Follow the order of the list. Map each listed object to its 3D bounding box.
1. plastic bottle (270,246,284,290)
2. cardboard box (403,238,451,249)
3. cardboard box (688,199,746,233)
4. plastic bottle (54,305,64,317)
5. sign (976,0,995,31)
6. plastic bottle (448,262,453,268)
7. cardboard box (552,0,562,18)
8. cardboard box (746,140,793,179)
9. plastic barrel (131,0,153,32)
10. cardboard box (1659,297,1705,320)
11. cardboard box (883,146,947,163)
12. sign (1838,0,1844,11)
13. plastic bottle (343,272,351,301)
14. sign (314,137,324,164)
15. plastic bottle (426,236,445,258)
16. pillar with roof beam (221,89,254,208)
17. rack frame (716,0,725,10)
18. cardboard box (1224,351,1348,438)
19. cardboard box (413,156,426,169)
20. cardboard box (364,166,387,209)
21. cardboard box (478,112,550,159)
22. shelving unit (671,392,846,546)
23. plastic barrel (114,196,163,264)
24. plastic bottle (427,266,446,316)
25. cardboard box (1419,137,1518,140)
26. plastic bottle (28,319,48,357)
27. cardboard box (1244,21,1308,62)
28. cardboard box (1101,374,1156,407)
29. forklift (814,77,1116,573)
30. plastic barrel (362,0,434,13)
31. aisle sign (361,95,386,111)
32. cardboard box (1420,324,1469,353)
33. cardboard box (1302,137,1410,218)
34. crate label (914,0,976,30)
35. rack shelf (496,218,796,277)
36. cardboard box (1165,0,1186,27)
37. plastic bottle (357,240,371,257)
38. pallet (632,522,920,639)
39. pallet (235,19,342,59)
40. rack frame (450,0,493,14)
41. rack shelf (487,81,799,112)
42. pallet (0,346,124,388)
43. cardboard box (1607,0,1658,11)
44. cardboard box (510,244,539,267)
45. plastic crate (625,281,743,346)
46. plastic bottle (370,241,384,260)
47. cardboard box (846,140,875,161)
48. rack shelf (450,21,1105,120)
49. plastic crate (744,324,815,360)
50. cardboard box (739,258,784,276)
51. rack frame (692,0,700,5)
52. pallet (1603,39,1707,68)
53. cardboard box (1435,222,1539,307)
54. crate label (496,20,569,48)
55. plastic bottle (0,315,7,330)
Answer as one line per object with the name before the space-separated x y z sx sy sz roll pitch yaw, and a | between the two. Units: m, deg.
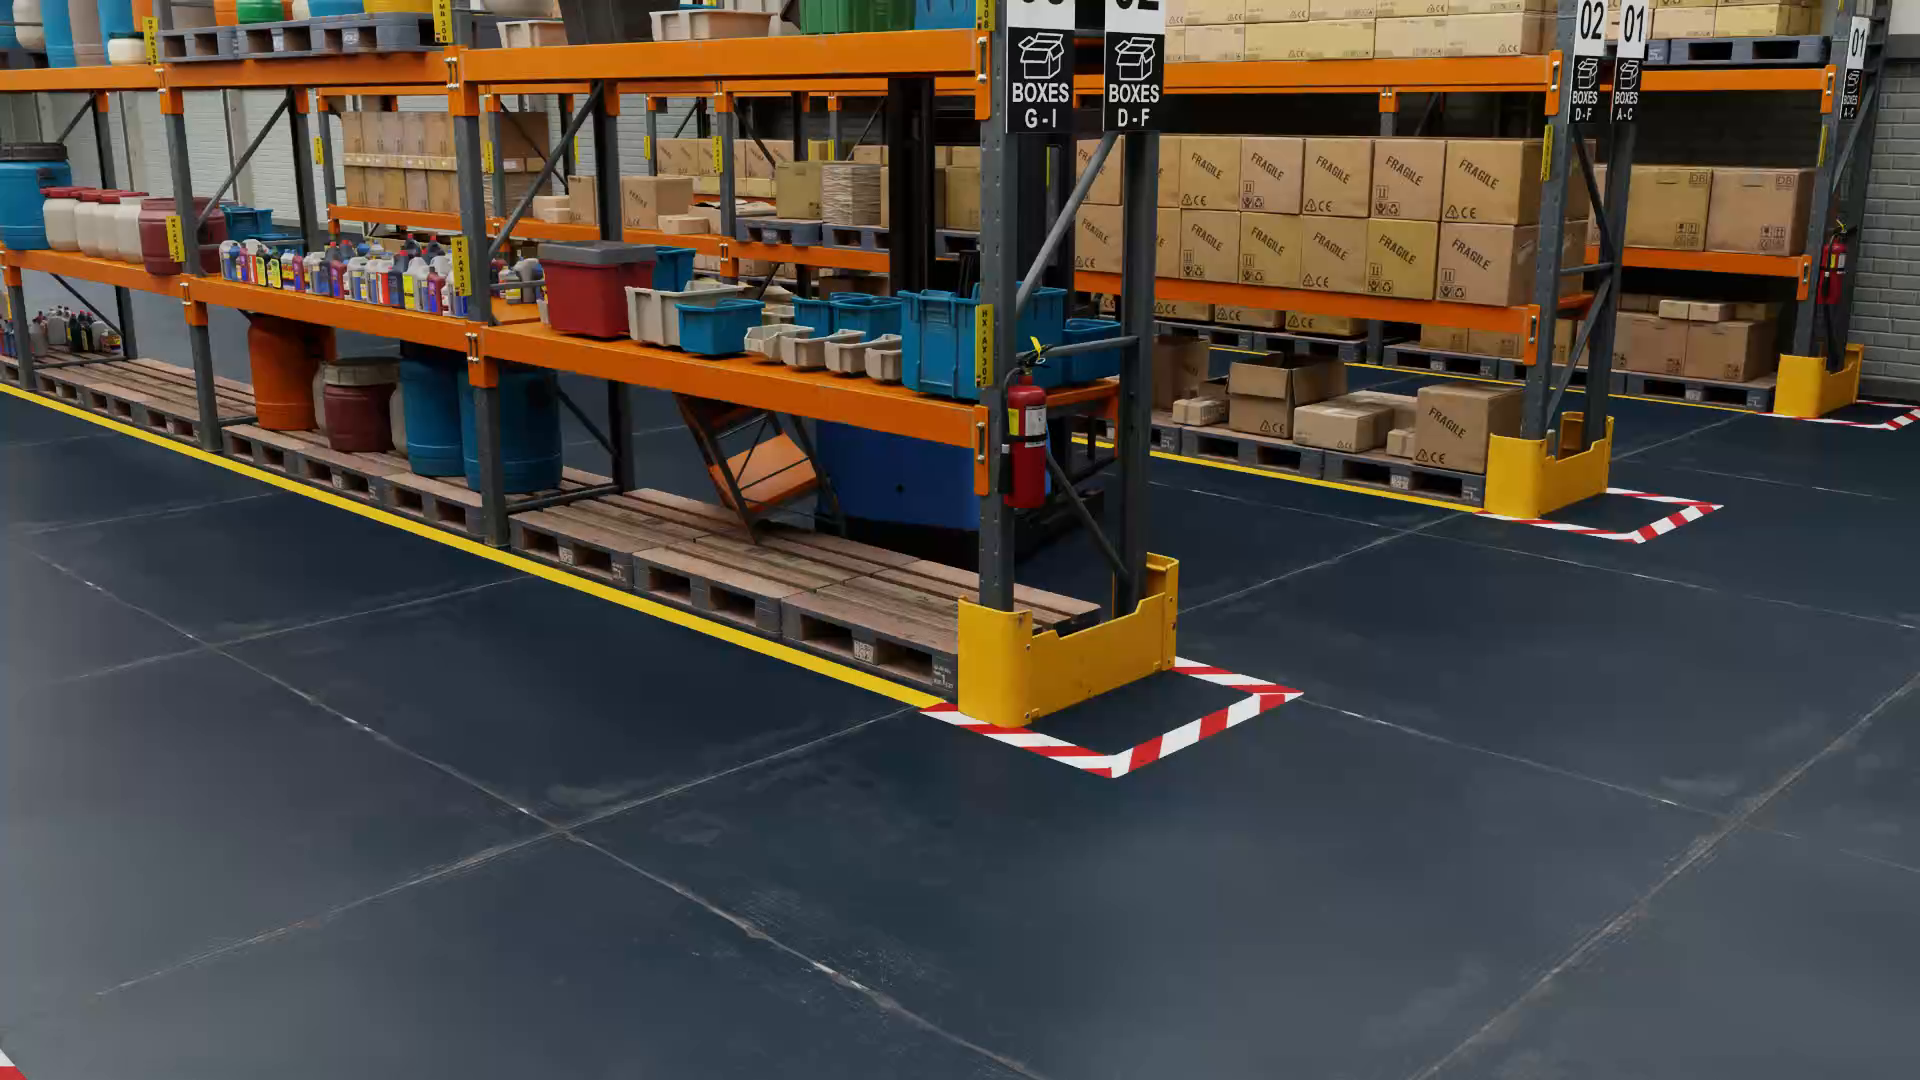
plastic bottle | -4.640 -1.854 11.331 0.133 0.283 0.061 14 20 42
cardboard box | -6.300 -3.335 19.916 0.500 0.500 0.500 14 20 42
cardboard box | -2.360 -3.245 16.615 0.500 0.311 0.500 13 20 42
plastic bottle | -9.039 -2.186 16.754 0.144 0.351 0.185 -14 20 -42
sign | 0.098 -2.096 6.288 0.005 0.325 0.100 14 20 42
plastic bottle | -3.252 -1.723 10.841 0.135 0.276 0.152 14 20 42
cardboard box | -3.887 -5.531 17.240 0.500 0.500 0.500 -12 19 -39
cardboard box | -2.567 -5.200 22.709 0.500 0.500 0.500 13 19 41
plastic barrel | -6.202 -4.155 13.130 0.708 0.830 0.600 14 20 42
cardboard box | 6.368 -2.042 14.660 0.380 0.149 0.250 -14 20 -43
cardboard box | -0.554 -4.764 21.194 0.700 0.500 0.500 -12 19 -39
sign | 6.958 -4.342 13.100 0.005 0.325 0.100 14 20 42
plastic bottle | -3.912 -1.644 10.687 0.097 0.201 0.097 0 15 0
sign | -7.999 -4.854 20.740 0.005 0.325 0.100 14 20 42
plastic bottle | -3.566 -1.890 11.334 0.185 0.351 0.144 14 20 42
pillar with roof beam | -19.015 -10.703 33.162 0.400 9.000 9.100 14 20 42
rack frame | -1.850 -6.000 15.112 0.127 3.000 1.000 14 20 42
cardboard box | 2.385 -1.074 12.183 0.637 0.503 0.797 14 20 42
cardboard box | -6.180 -4.436 19.524 0.380 0.149 0.250 -14 20 -42
cardboard box | -6.901 -4.370 20.557 0.700 0.500 0.500 -14 20 -43
cardboard box | -5.053 -4.550 18.672 0.500 0.500 0.700 14 20 42
shelving unit | -1.165 -0.502 9.452 0.538 1.125 1.048 -26 24 -10
plastic barrel | -6.483 -2.467 13.231 0.421 0.512 0.421 0 15 0
plastic bottle | -3.118 -1.484 9.911 0.133 0.283 0.061 14 20 42
cardboard box | 3.391 -2.445 11.184 0.500 0.500 0.500 14 20 43
plastic bottle | -8.734 -1.916 15.718 0.185 0.351 0.144 14 20 42
cardboard box | 2.286 -3.383 11.314 0.500 0.250 0.500 14 20 42
cardboard box | 1.181 -1.196 13.032 0.500 0.311 0.500 14 20 42
forklift | 0.263 -1.561 10.109 1.130 2.935 3.031 7 16 24
plastic barrel | -3.209 -3.367 9.750 0.600 0.588 0.600 0 15 0
aisle sign | -7.453 -5.820 21.163 0.004 0.787 0.394 14 20 42
cardboard box | 4.932 -2.141 16.323 0.500 0.500 0.700 14 20 43
cardboard box | 2.657 -2.435 11.147 0.500 0.500 0.500 -14 20 -43
crate label | 0.028 -2.398 7.532 0.502 0.251 0.408 14 20 42
rack shelf | -3.290 -3.099 17.302 4.000 0.370 1.077 14 20 42
cardboard box | 1.568 -3.800 11.925 0.500 0.250 0.500 14 20 42
plastic bottle | -4.327 -2.045 12.086 0.097 0.271 0.097 0 15 0
pallet | -0.973 0.186 8.799 1.213 0.211 1.003 14 20 42
pallet | -3.862 -3.176 10.597 1.213 0.211 1.003 14 20 42
rack frame | -2.411 -4.401 8.977 0.127 3.000 1.000 14 20 42
rack shelf | -3.290 -4.550 16.924 4.000 0.370 1.077 14 20 42
pallet | -8.625 -1.674 15.939 1.213 0.211 1.003 14 20 42
cardboard box | 5.894 -4.848 14.419 0.500 0.500 0.500 13 19 40
cardboard box | -4.846 -3.170 19.284 0.500 0.500 0.500 14 20 42
plastic crate | -1.440 -1.169 8.587 0.530 0.282 0.437 14 20 42
plastic bottle | -4.187 -2.011 11.955 0.097 0.271 0.097 0 15 0
cardboard box | -1.487 -5.117 22.391 0.500 0.500 0.500 13 19 41
rack shelf | -0.972 -2.252 8.103 4.000 0.370 1.077 14 20 42
plastic crate | -0.887 -0.956 8.055 0.250 0.136 0.298 14 20 42
cardboard box | -2.834 -4.025 23.517 0.500 0.500 0.700 12 19 39
rack frame | -4.174 -8.300 23.939 0.127 3.000 1.000 14 20 42
pallet | 5.921 -4.347 14.892 1.213 0.211 1.003 14 20 42
cardboard box | 3.398 -1.774 10.593 0.500 0.500 0.500 -14 20 -42
crate label | -2.260 -2.684 8.859 0.466 0.136 0.293 14 20 42
plastic bottle | -9.205 -1.980 15.963 0.185 0.351 0.144 14 20 42
